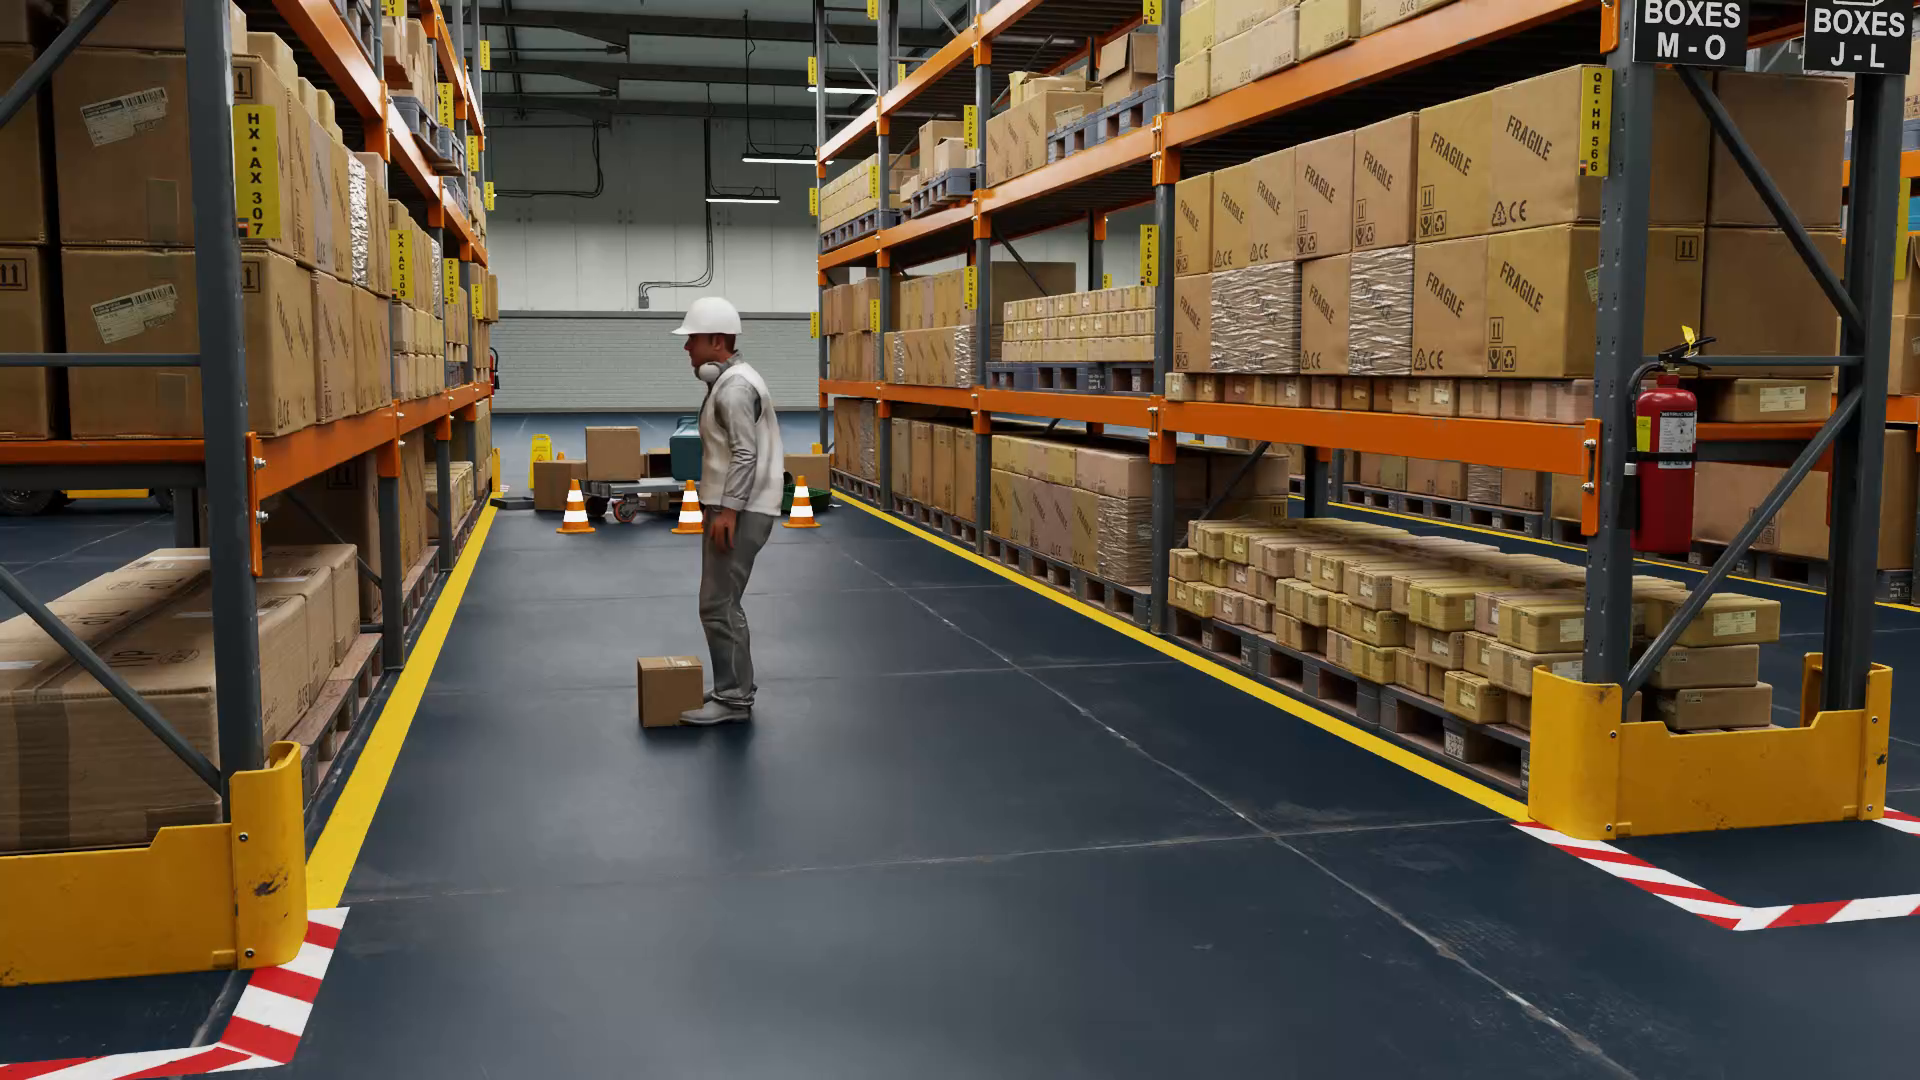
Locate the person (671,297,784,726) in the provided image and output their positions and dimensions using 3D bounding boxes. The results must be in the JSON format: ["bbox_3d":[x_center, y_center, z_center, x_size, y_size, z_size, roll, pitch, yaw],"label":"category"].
[{"bbox_3d":[-0.975,-0.127,7.013,0.463,1.771,0.581,-1,6,-13],"label":"person"}]
